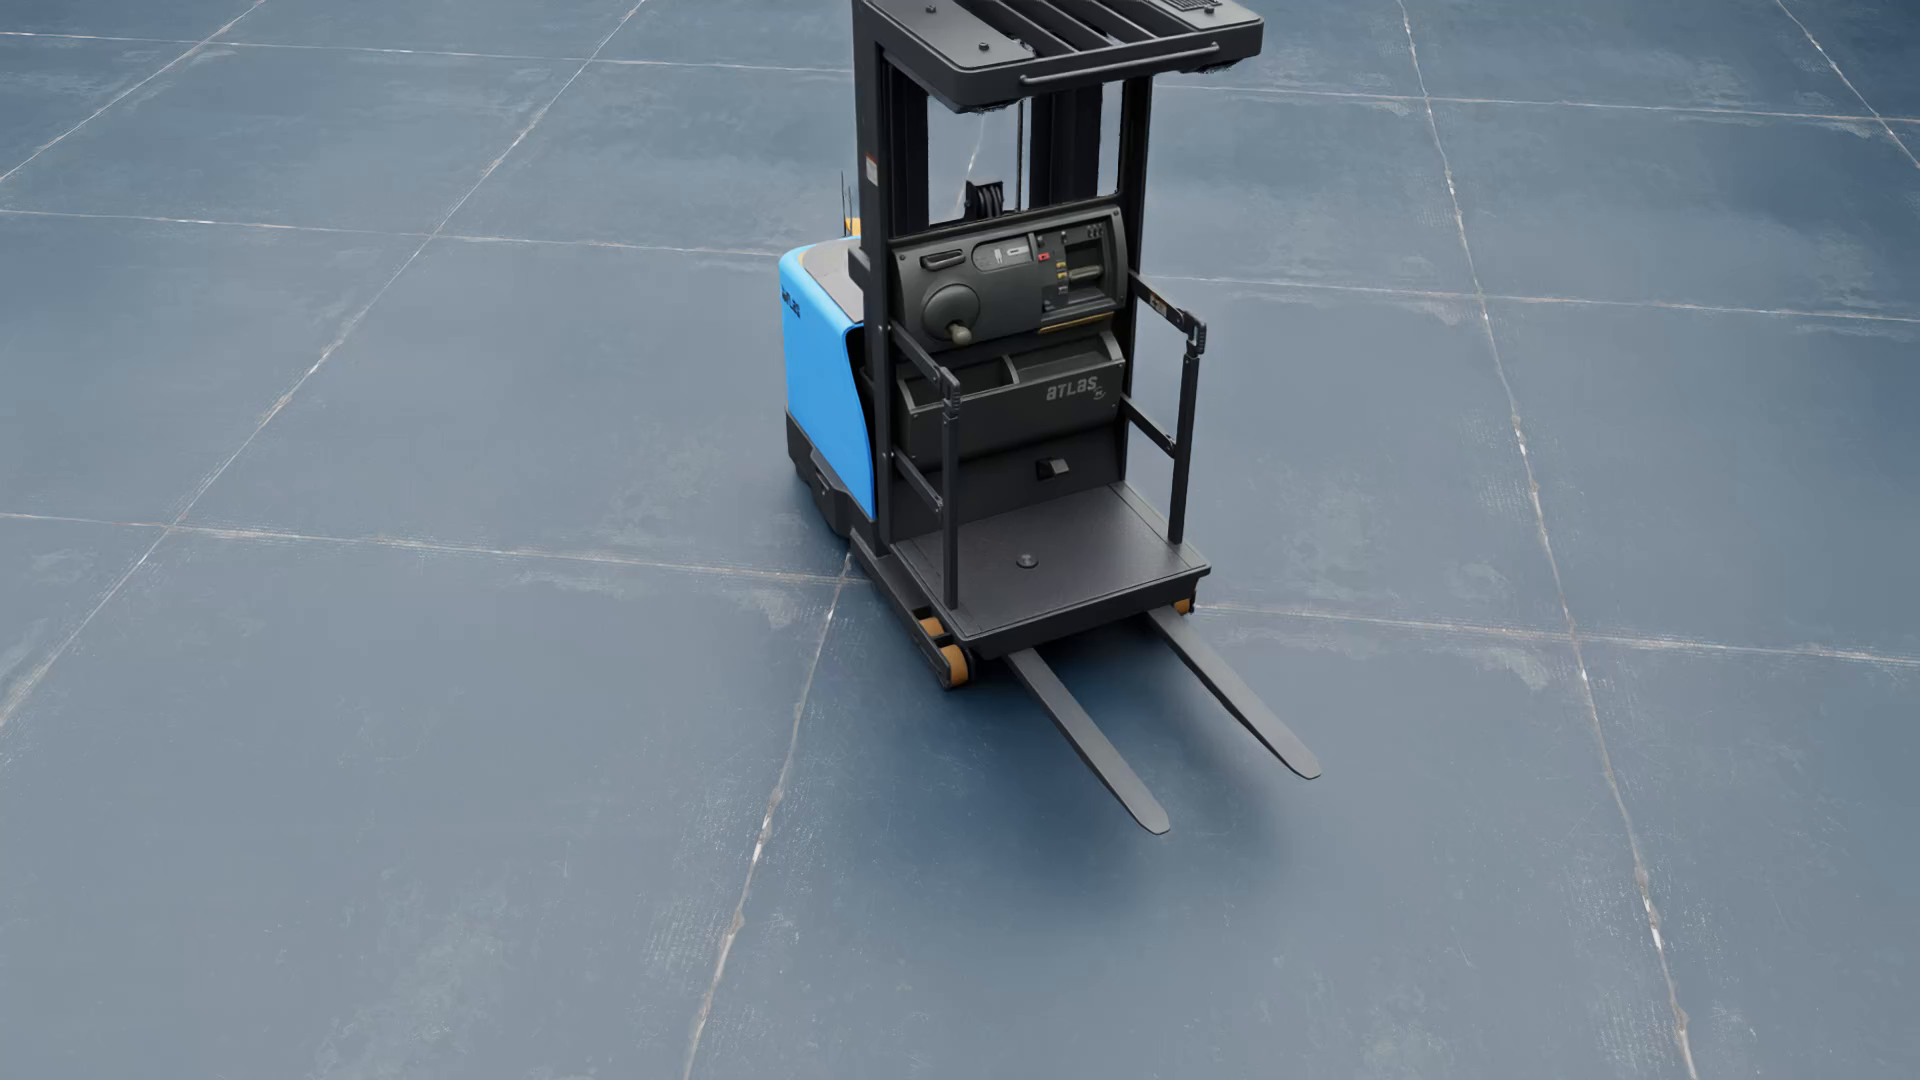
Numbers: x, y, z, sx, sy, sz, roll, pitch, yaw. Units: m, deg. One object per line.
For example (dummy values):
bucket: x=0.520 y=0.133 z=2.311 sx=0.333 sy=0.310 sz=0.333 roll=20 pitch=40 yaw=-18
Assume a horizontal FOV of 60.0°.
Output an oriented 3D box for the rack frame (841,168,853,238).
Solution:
rack frame: x=-0.505 y=-1.115 z=7.764 sx=0.006 sy=1.200 sz=0.240 roll=-7 pitch=32 yaw=-10

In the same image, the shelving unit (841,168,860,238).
shelving unit: x=-0.415 y=-1.126 z=7.780 sx=0.189 sy=1.200 sz=0.258 roll=-7 pitch=32 yaw=-10

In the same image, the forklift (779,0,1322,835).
forklift: x=0.295 y=-0.913 z=6.006 sx=1.130 sy=2.935 sz=3.031 roll=-16 pitch=38 yaw=-21

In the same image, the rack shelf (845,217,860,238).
rack shelf: x=-0.420 y=-1.396 z=7.616 sx=0.180 sy=0.103 sz=0.258 roll=-7 pitch=32 yaw=-10
